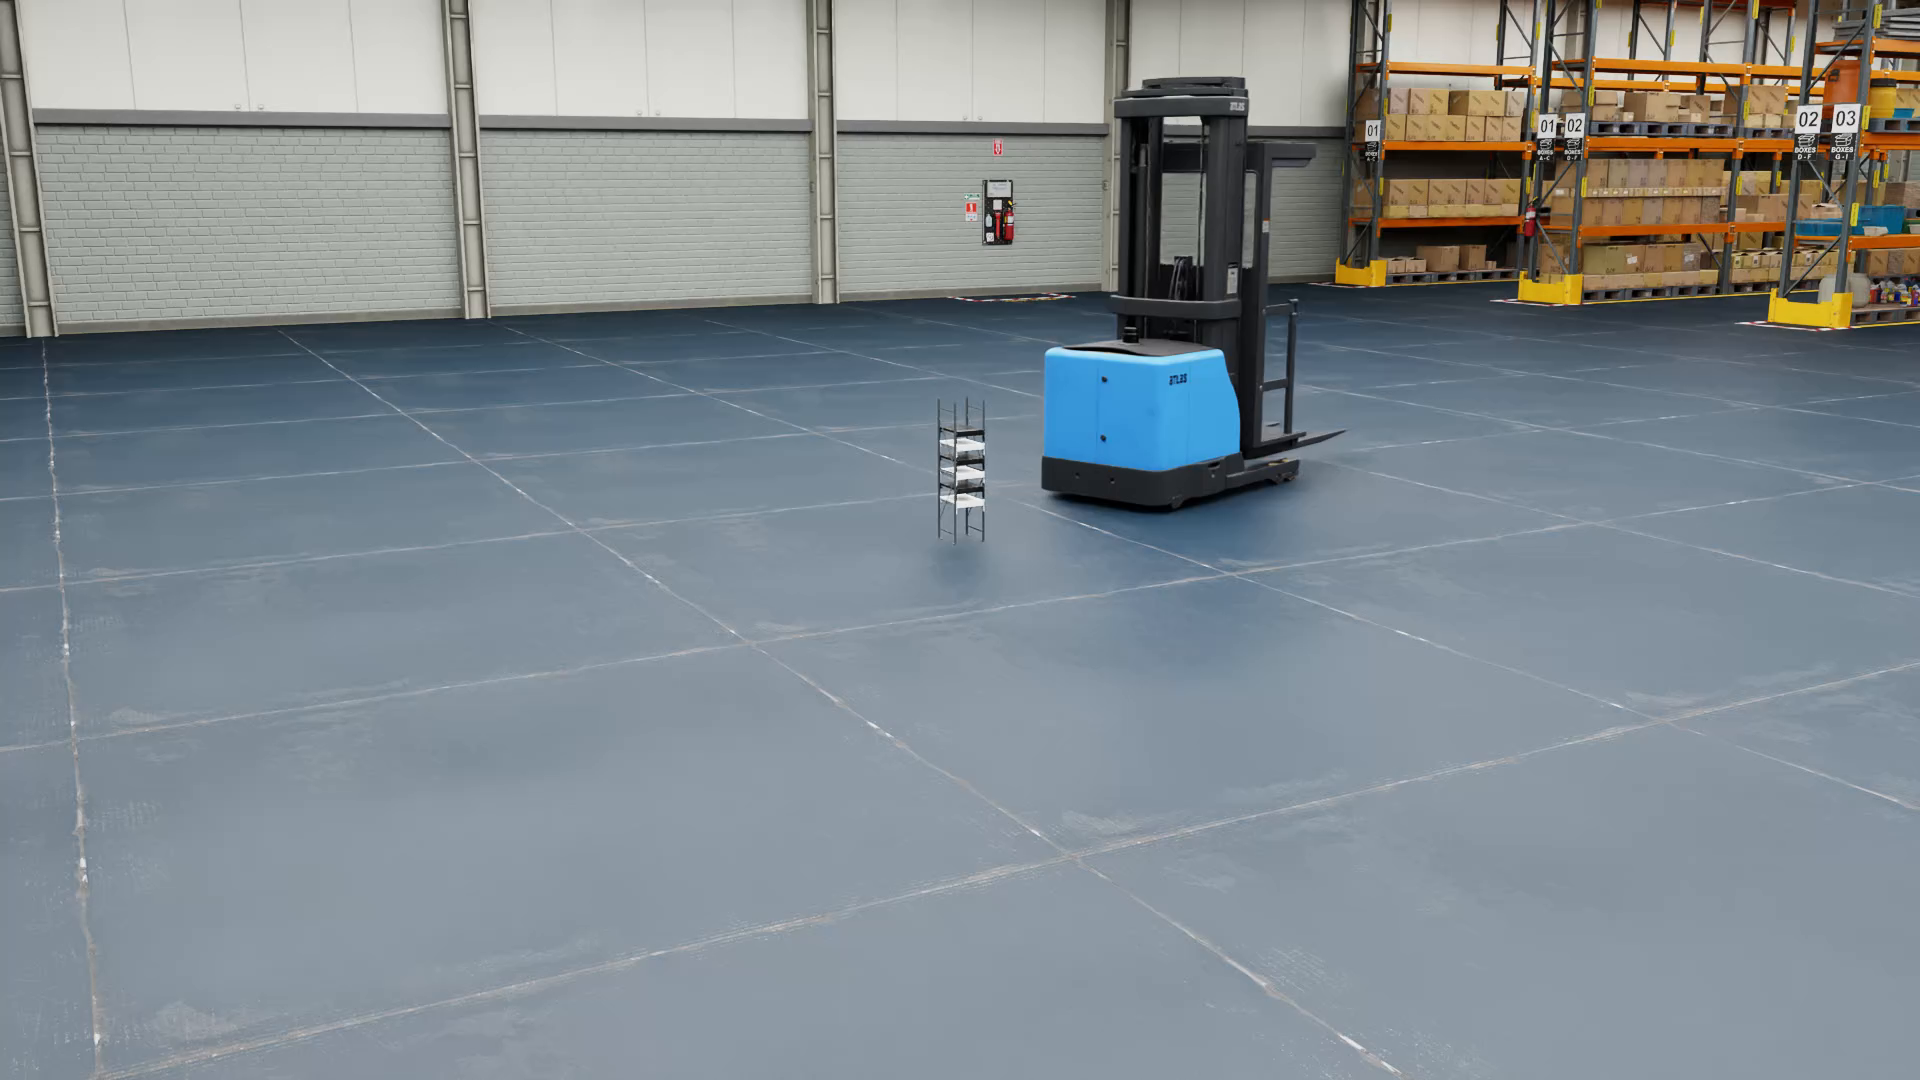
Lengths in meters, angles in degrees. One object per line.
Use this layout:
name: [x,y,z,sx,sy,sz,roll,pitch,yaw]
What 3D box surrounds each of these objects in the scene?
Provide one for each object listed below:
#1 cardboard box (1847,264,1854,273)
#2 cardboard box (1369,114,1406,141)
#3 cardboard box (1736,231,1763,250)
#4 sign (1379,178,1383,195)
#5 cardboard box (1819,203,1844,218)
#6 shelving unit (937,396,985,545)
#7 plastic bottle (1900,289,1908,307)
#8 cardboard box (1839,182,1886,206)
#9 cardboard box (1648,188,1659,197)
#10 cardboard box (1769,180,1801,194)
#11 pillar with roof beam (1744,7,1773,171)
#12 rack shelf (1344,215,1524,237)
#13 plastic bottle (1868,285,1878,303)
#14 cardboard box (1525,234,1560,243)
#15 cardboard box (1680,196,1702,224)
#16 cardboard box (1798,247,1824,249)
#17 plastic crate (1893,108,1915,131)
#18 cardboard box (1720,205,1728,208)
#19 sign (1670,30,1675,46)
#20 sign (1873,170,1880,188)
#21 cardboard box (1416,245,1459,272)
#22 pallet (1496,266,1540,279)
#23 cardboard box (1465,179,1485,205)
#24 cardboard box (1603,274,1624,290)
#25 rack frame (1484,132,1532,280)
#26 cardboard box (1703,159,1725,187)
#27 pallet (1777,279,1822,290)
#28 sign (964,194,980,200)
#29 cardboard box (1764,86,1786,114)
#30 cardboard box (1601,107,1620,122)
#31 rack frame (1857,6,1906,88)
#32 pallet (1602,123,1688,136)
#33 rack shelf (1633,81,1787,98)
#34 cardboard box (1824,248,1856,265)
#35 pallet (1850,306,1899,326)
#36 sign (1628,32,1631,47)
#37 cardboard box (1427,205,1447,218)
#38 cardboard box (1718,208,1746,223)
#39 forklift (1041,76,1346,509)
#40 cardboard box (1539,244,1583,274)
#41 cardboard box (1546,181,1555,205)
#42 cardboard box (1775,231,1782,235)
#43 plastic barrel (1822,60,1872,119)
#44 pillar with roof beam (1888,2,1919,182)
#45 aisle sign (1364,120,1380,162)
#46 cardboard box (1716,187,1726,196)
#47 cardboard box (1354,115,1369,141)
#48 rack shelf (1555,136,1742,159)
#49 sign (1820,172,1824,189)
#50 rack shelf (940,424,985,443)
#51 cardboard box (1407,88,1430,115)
cardboard box: [17.048,-5.260,32.456,0.500,0.250,0.500,-6,14,-27]
cardboard box: [8.408,-8.120,32.755,0.500,0.500,0.500,-6,14,-26]
cardboard box: [18.019,-6.937,38.539,0.750,0.750,0.750,-7,14,-27]
sign: [8.255,-6.929,32.596,0.005,0.325,0.100,-7,14,-28]
cardboard box: [17.053,-6.426,32.532,0.500,0.311,0.500,-6,14,-24]
shelving unit: [0.007,-0.440,10.514,0.210,0.900,0.258,-7,14,-28]
plastic bottle: [14.482,-3.717,25.504,0.097,0.271,0.097,0,13,0]
cardboard box: [17.892,-6.840,32.988,0.700,0.500,0.500,11,17,41]
cardboard box: [12.169,-6.184,29.550,0.250,0.149,0.380,-7,14,-27]
cardboard box: [19.011,-8.074,38.971,0.700,0.700,0.980,-7,14,-27]
pillar with roof beam: [20.790,-10.211,35.487,0.548,9.000,9.100,-7,14,-28]
rack shelf: [9.750,-6.471,34.169,4.000,0.370,1.077,-7,14,-28]
plastic bottle: [14.378,-3.887,26.251,0.135,0.276,0.152,-7,14,-27]
cardboard box: [12.529,-6.521,35.736,0.500,0.250,0.500,-7,15,-29]
cardboard box: [13.036,-6.022,30.309,0.500,0.500,0.700,-7,14,-28]
cardboard box: [16.793,-5.637,32.856,0.500,0.311,0.500,-6,14,-26]
plastic crate: [14.271,-6.417,25.493,0.575,0.384,0.392,-7,14,-28]
cardboard box: [17.230,-7.546,37.833,0.250,0.149,0.380,-7,15,-29]
sign: [15.285,-10.771,35.665,0.005,0.325,0.100,-7,14,-28]
sign: [17.662,-6.957,32.054,0.005,0.325,0.100,-7,14,-28]
cardboard box: [9.813,-5.790,34.194,0.500,0.500,0.700,-8,15,-31]
pallet: [12.188,-5.754,35.696,1.213,0.211,1.003,-7,14,-28]
cardboard box: [10.356,-7.121,34.007,0.500,0.500,0.500,-7,15,-29]
cardboard box: [11.386,-4.588,29.468,0.500,0.250,0.500,-7,14,-28]
rack frame: [11.506,-7.032,35.025,0.127,3.000,1.000,-7,14,-28]
cardboard box: [13.496,-6.712,30.419,0.500,0.500,0.700,-7,14,-28]
pallet: [16.652,-5.059,32.609,1.213,0.211,1.003,-7,14,-28]
sign: [0.214,-6.204,30.058,0.331,0.109,0.001,-7,14,-28]
cardboard box: [14.932,-8.161,30.884,0.500,0.500,0.500,-5,14,-22]
cardboard box: [11.256,-7.493,29.305,0.500,0.250,0.500,-7,14,-28]
rack frame: [22.038,-11.222,39.976,0.127,3.000,1.000,-7,14,-28]
pallet: [12.077,-7.276,29.478,1.213,0.211,1.003,-7,14,-28]
rack shelf: [16.772,-10.044,37.294,4.000,0.370,1.077,-7,14,-28]
cardboard box: [17.052,-5.533,32.393,0.500,0.311,0.500,-6,14,-26]
pallet: [13.501,-3.443,25.429,1.213,0.211,1.003,-7,14,-28]
sign: [14.748,-11.019,36.590,0.005,0.325,0.100,-7,14,-28]
cardboard box: [9.474,-6.648,33.614,0.500,0.250,0.500,-7,15,-29]
cardboard box: [14.294,-6.065,31.069,0.500,0.250,0.500,-6,14,-24]
forklift: [1.923,-1.908,12.412,1.130,2.935,3.031,11,16,39]
cardboard box: [10.700,-5.000,29.594,0.500,0.500,0.500,-7,14,-28]
cardboard box: [12.463,-7.400,35.430,0.500,0.500,0.700,-5,14,-22]
cardboard box: [19.703,-7.341,39.658,0.250,0.149,0.380,-7,15,-30]
plastic barrel: [13.107,-6.656,24.585,0.708,0.830,0.600,-7,14,-28]
pillar with roof beam: [26.057,-10.843,38.292,0.548,9.000,9.100,-7,14,-28]
aisle sign: [8.075,-7.814,32.579,0.004,0.787,0.394,-7,14,-28]
cardboard box: [13.746,-6.373,30.392,0.250,0.149,0.380,-7,14,-28]
cardboard box: [8.240,-8.226,33.225,0.500,0.500,0.500,-6,14,-24]
rack shelf: [12.127,-6.980,29.600,4.000,0.370,1.077,-7,14,-28]
sign: [17.125,-7.129,32.997,0.005,0.325,0.100,-7,14,-28]
rack shelf: [0.007,-0.671,10.462,0.200,0.077,0.258,-7,14,-28]
cardboard box: [8.914,-8.658,32.866,0.500,0.500,0.500,-7,14,-29]
